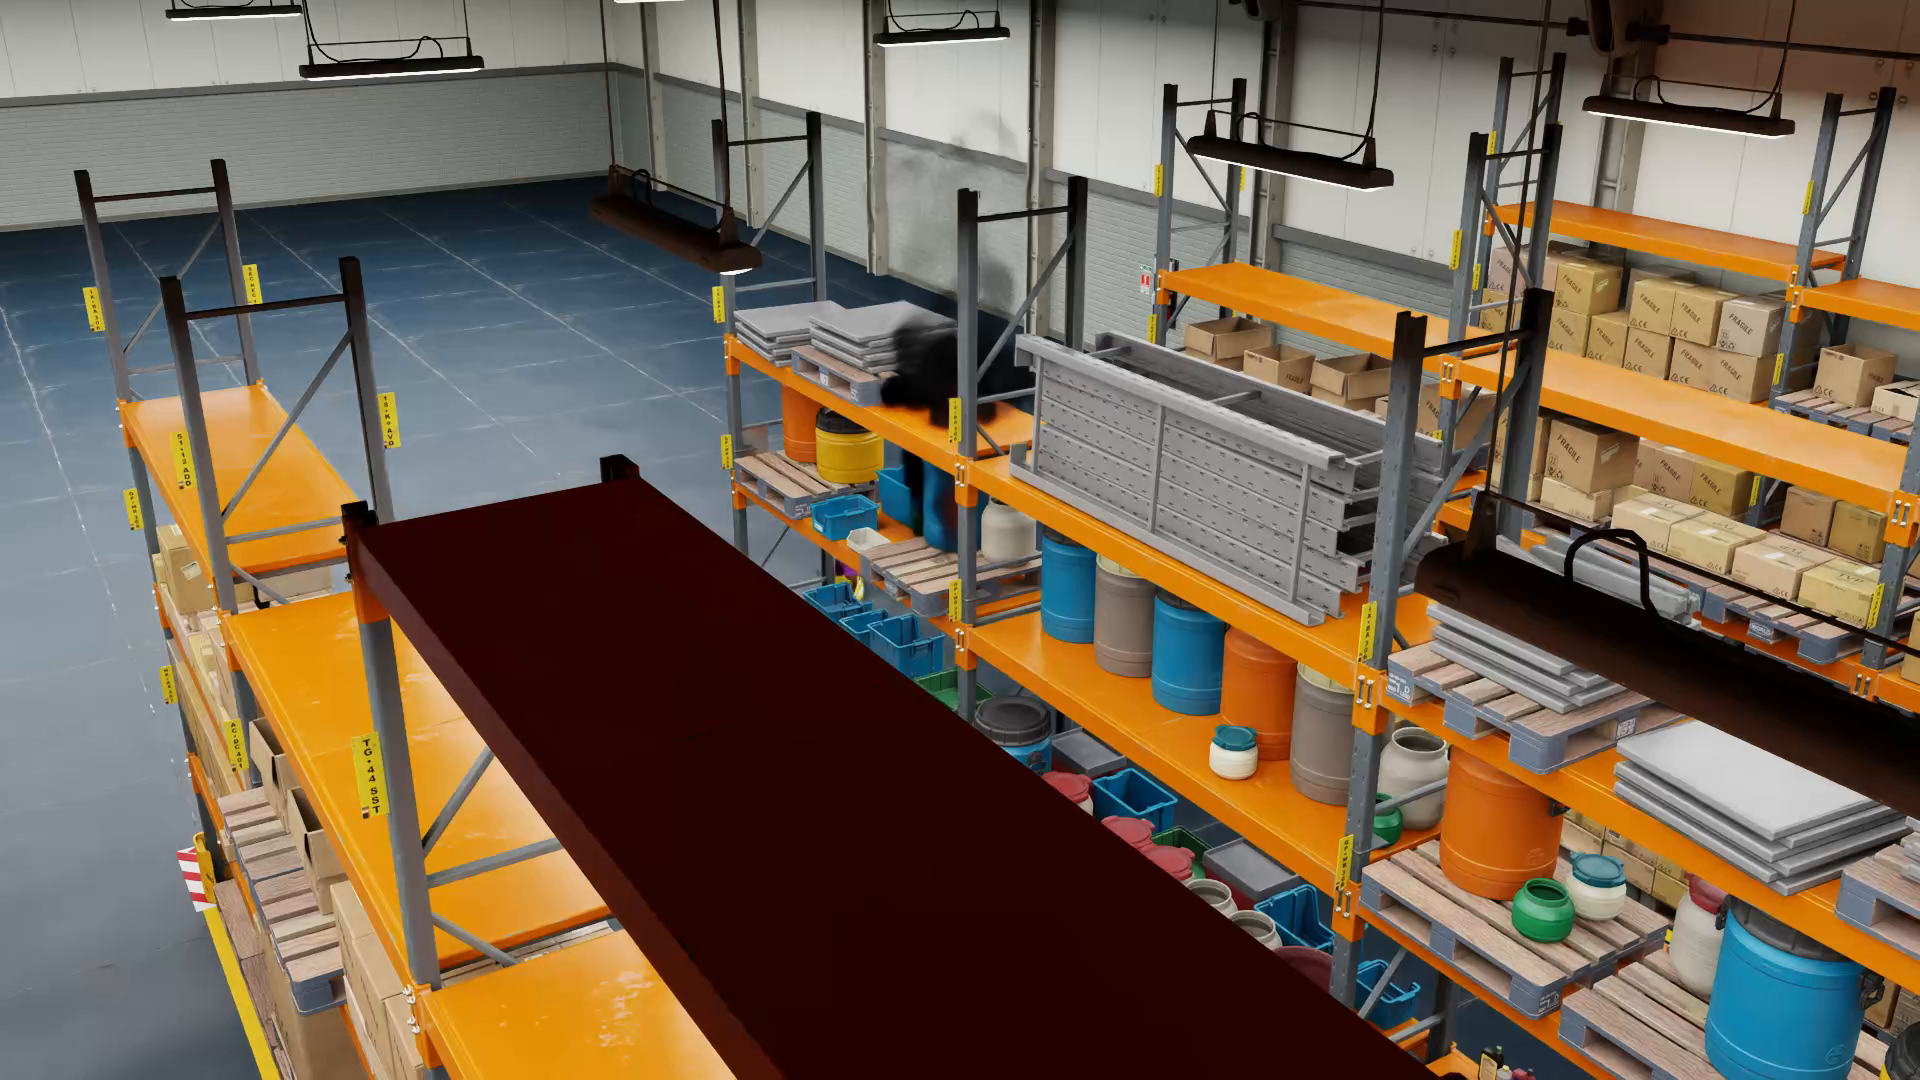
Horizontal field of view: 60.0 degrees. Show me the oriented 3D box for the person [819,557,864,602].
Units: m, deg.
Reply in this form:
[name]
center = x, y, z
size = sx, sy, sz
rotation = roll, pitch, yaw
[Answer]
[person]
center = -1.243, 0.600, 17.552
size = 0.649, 1.746, 0.700
rotation = 7, 23, 18
